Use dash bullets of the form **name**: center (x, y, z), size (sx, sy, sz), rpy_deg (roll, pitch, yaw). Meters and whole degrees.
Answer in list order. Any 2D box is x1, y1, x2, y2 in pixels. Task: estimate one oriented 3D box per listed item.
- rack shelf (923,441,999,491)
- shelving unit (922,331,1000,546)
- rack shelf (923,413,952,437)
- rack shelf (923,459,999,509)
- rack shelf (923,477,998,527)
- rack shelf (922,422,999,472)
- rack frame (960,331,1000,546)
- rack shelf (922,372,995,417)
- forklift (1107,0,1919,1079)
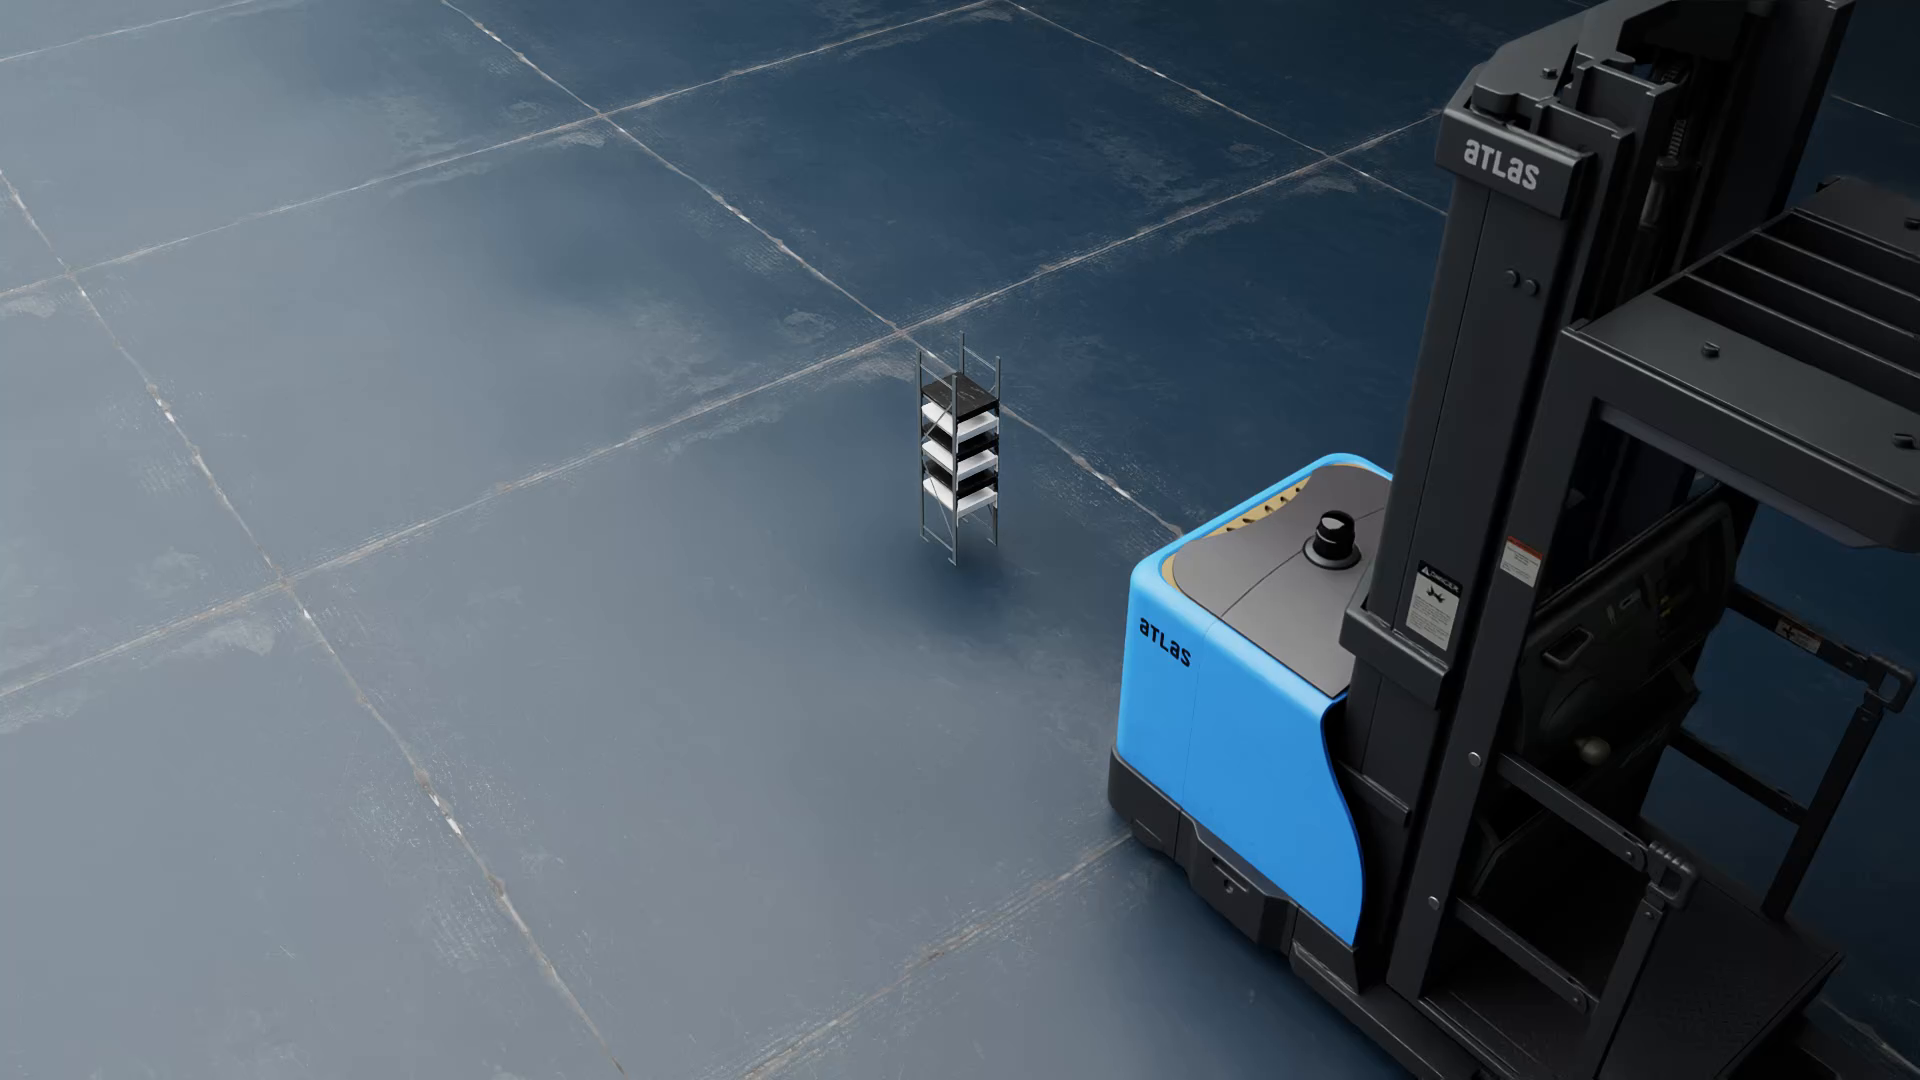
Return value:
- **rack shelf**: center (-0.006, -0.319, 6.482), size (0.200, 0.077, 0.258), rpy_deg (-26, 46, -28)
- **shelving unit**: center (-0.005, -0.346, 6.462), size (0.205, 0.900, 0.258), rpy_deg (-26, 46, -28)
- **rack shelf**: center (-0.006, -0.470, 6.358), size (0.184, 0.015, 0.199), rpy_deg (-26, 46, -28)
- **rack shelf**: center (-0.006, -0.249, 6.539), size (0.200, 0.077, 0.258), rpy_deg (-26, 46, -28)
- **rack shelf**: center (-0.006, -0.180, 6.596), size (0.200, 0.077, 0.258), rpy_deg (-26, 46, -28)
- **rack shelf**: center (-0.006, -0.389, 6.425), size (0.200, 0.077, 0.258), rpy_deg (-26, 46, -28)
- **rack frame**: center (0.074, -0.384, 6.509), size (0.006, 0.900, 0.240), rpy_deg (-26, 46, -28)
- **rack shelf**: center (-0.006, -0.544, 6.298), size (0.190, 0.026, 0.221), rpy_deg (-26, 46, -28)
- **forklift**: center (1.819, 0.328, 4.089), size (1.129, 2.867, 3.031), rpy_deg (-28, 47, -29)
